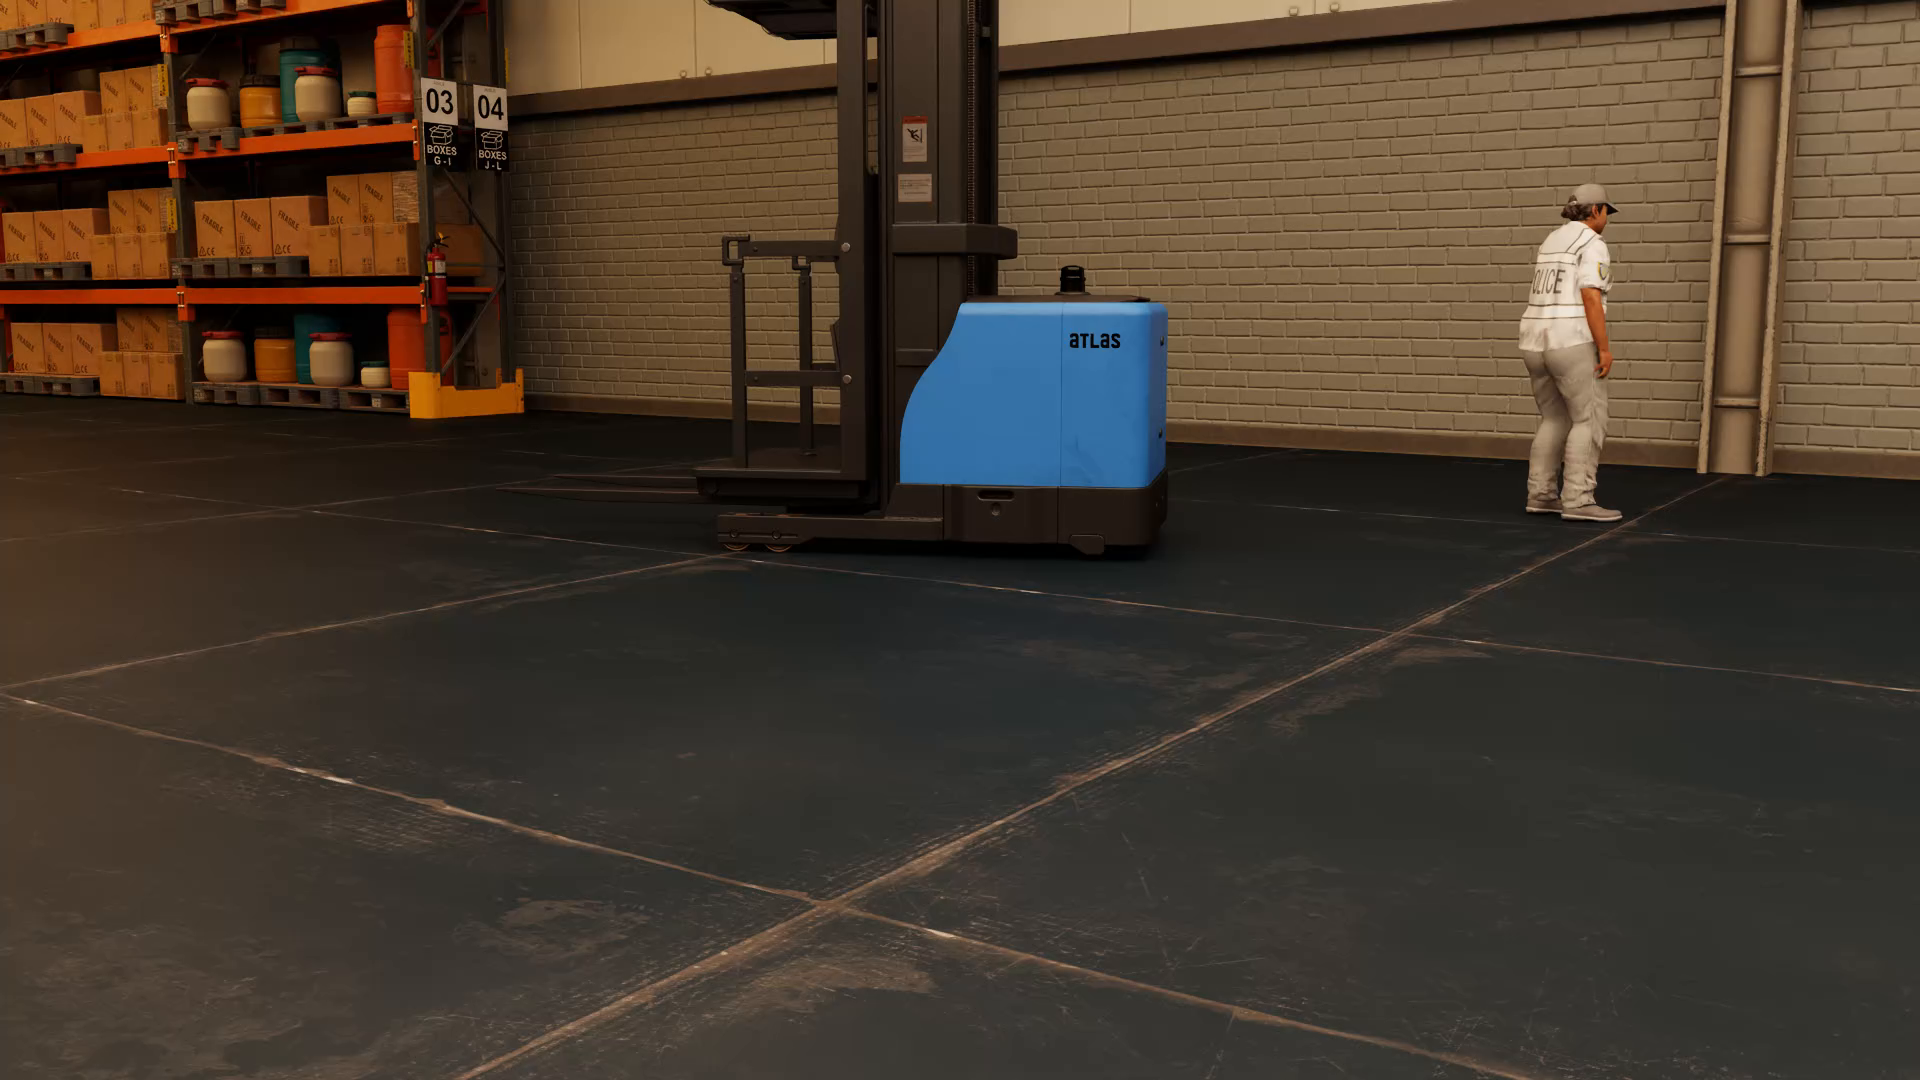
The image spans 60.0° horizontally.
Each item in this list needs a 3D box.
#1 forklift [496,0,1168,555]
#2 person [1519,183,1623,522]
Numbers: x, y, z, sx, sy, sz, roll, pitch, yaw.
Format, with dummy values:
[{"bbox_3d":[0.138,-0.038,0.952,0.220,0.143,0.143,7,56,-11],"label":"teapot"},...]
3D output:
[{"bbox_3d":[-0.596,-1.469,7.520,3.031,2.935,1.130,2,8,12],"label":"forklift"},{"bbox_3d":[3.080,-0.945,8.336,0.468,1.666,0.542,-2,8,-14],"label":"person"}]
